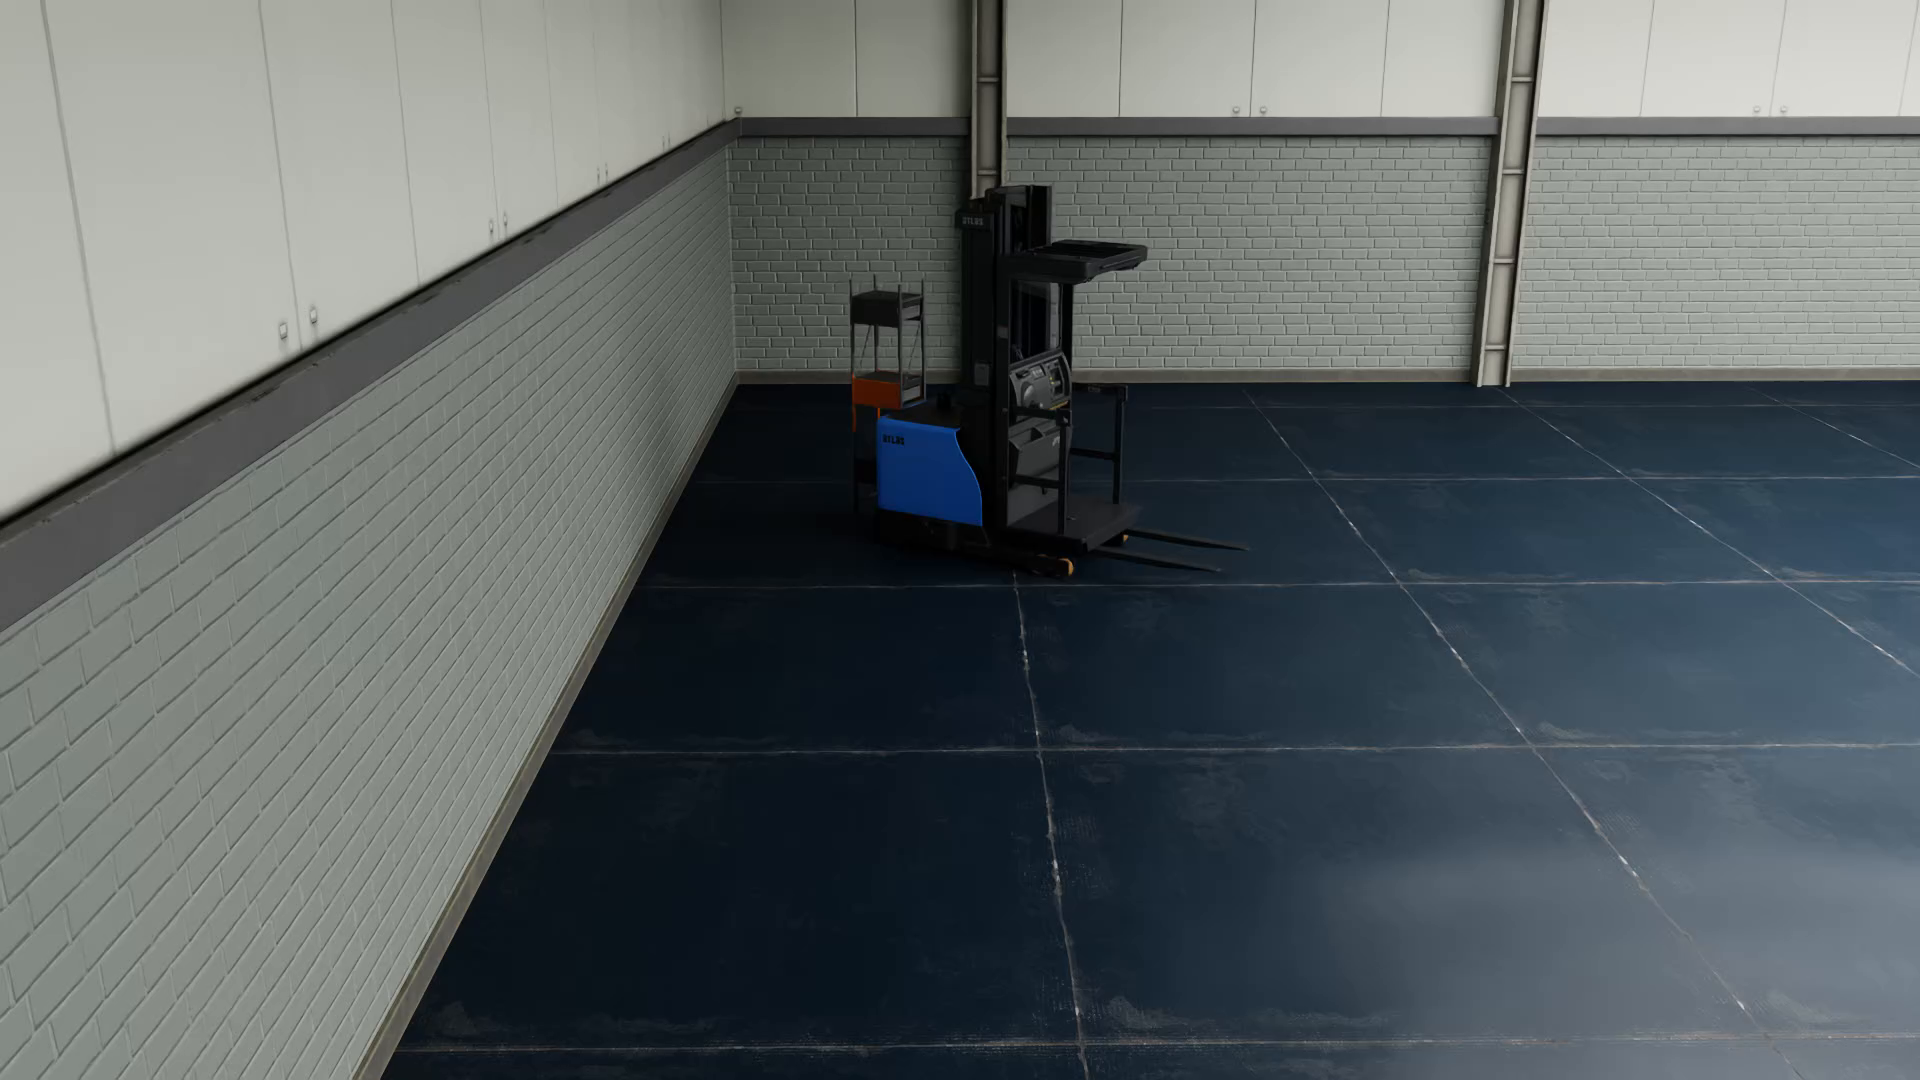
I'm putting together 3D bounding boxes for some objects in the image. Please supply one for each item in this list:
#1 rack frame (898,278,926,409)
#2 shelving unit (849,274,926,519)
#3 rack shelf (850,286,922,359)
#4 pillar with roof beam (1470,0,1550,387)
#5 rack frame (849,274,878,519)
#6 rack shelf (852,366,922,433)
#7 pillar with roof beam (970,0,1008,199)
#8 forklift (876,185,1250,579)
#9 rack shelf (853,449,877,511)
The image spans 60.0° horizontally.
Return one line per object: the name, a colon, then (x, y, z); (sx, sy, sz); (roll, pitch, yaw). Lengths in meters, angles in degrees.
rack frame: (-0.404, -1.164, 14.240); (0.015, 2.100, 0.400); (10, 20, 29)
shelving unit: (-0.614, -1.203, 14.359); (0.503, 2.100, 0.431); (10, 20, 29)
rack shelf: (-0.614, -1.856, 14.149); (0.480, 0.518, 0.431); (10, 20, 29)
pillar with roof beam: (6.390, -4.836, 14.390); (0.400, 9.000, 9.100); (0, 18, -1)
rack frame: (-0.823, -1.241, 14.478); (0.015, 2.100, 0.400); (10, 20, 29)
rack shelf: (-0.614, -1.190, 14.363); (0.480, 0.518, 0.431); (10, 20, 29)
pillar with roof beam: (0.391, -4.807, 14.300); (0.400, 9.000, 9.100); (0, 18, -1)
forklift: (0.824, -1.273, 13.218); (3.031, 2.935, 1.130); (10, 20, 29)
rack shelf: (-0.614, -0.523, 14.577); (0.480, 0.518, 0.431); (10, 20, 29)
